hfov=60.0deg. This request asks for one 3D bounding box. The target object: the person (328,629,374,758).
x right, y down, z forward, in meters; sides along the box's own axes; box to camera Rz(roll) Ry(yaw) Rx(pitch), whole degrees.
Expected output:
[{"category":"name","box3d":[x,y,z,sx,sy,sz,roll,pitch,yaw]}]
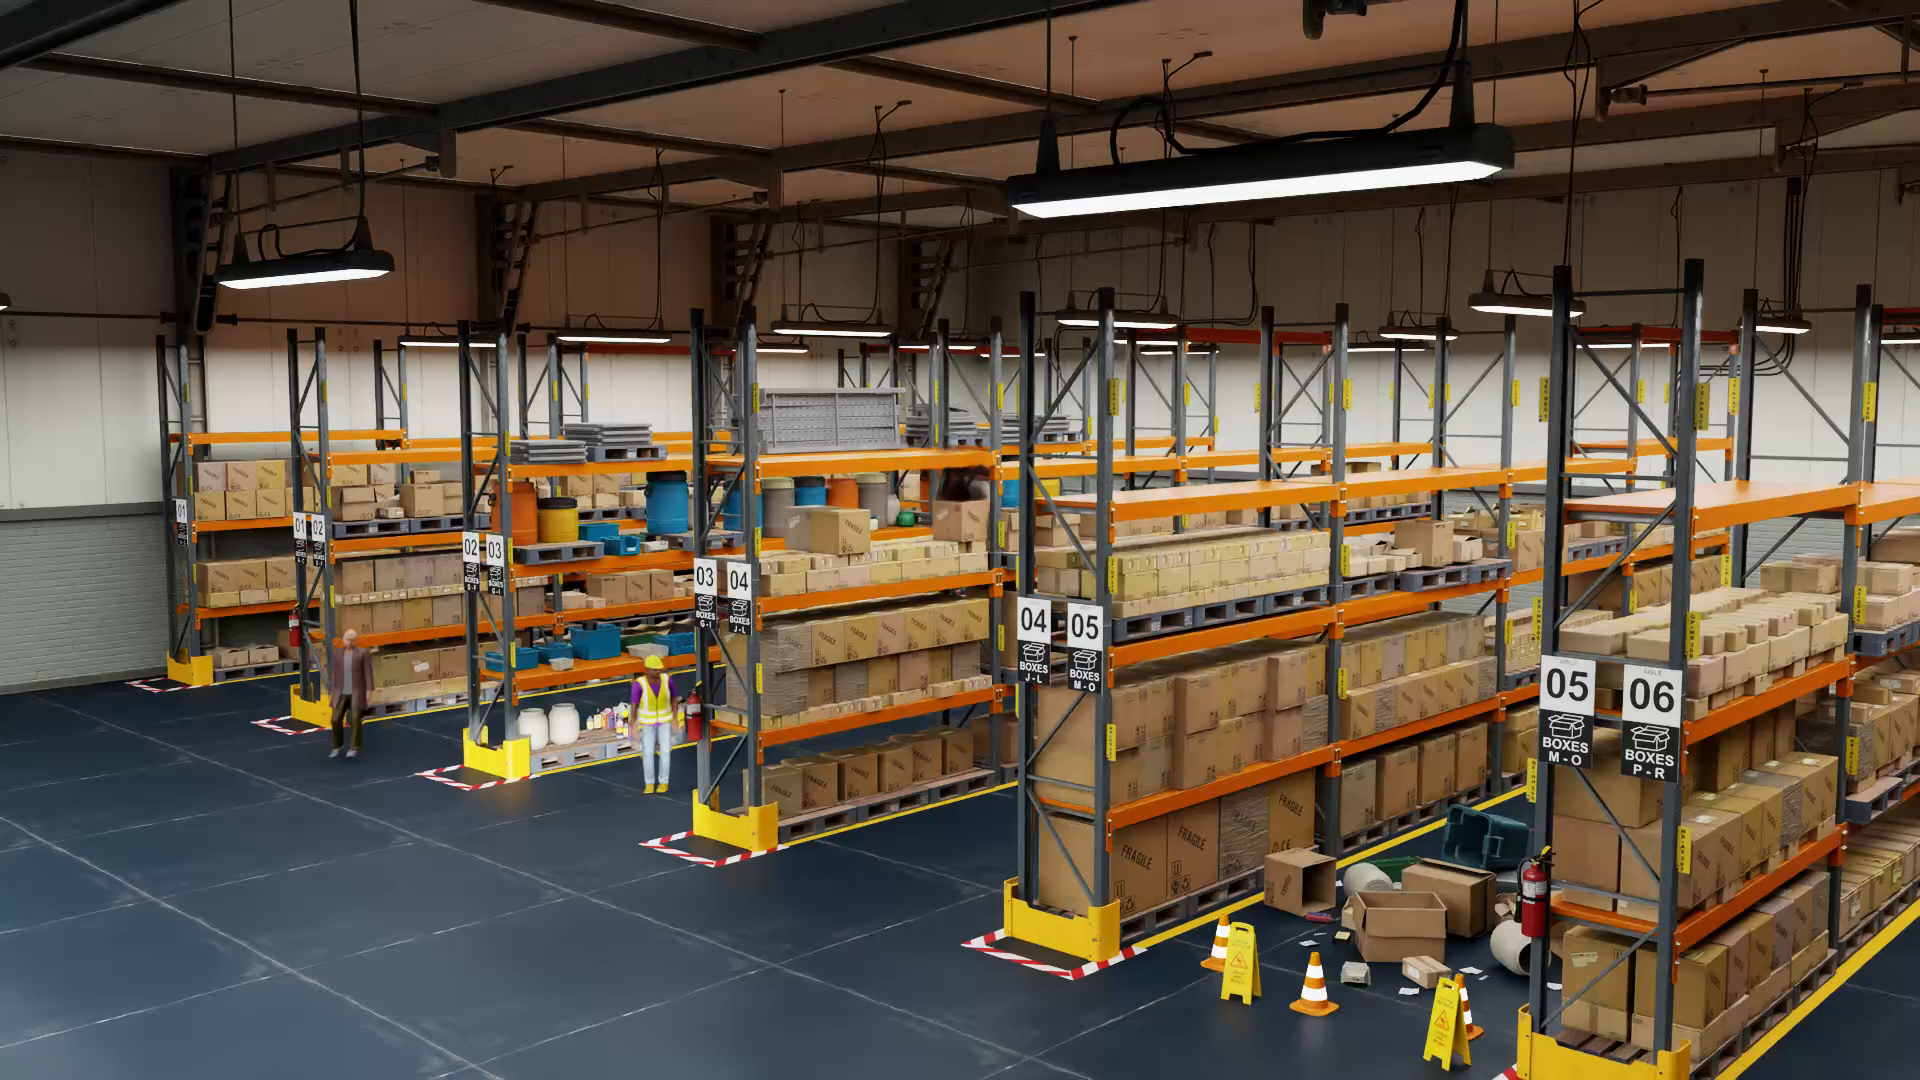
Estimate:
[{"category":"person","box3d":[-8.462,2.155,23.094,0.637,1.834,0.476,-1,5,-9]}]

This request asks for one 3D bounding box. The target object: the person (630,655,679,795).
[{"category":"person","box3d":[-3.855,2.321,20.995,0.616,1.774,0.449,-2,6,-19]}]
